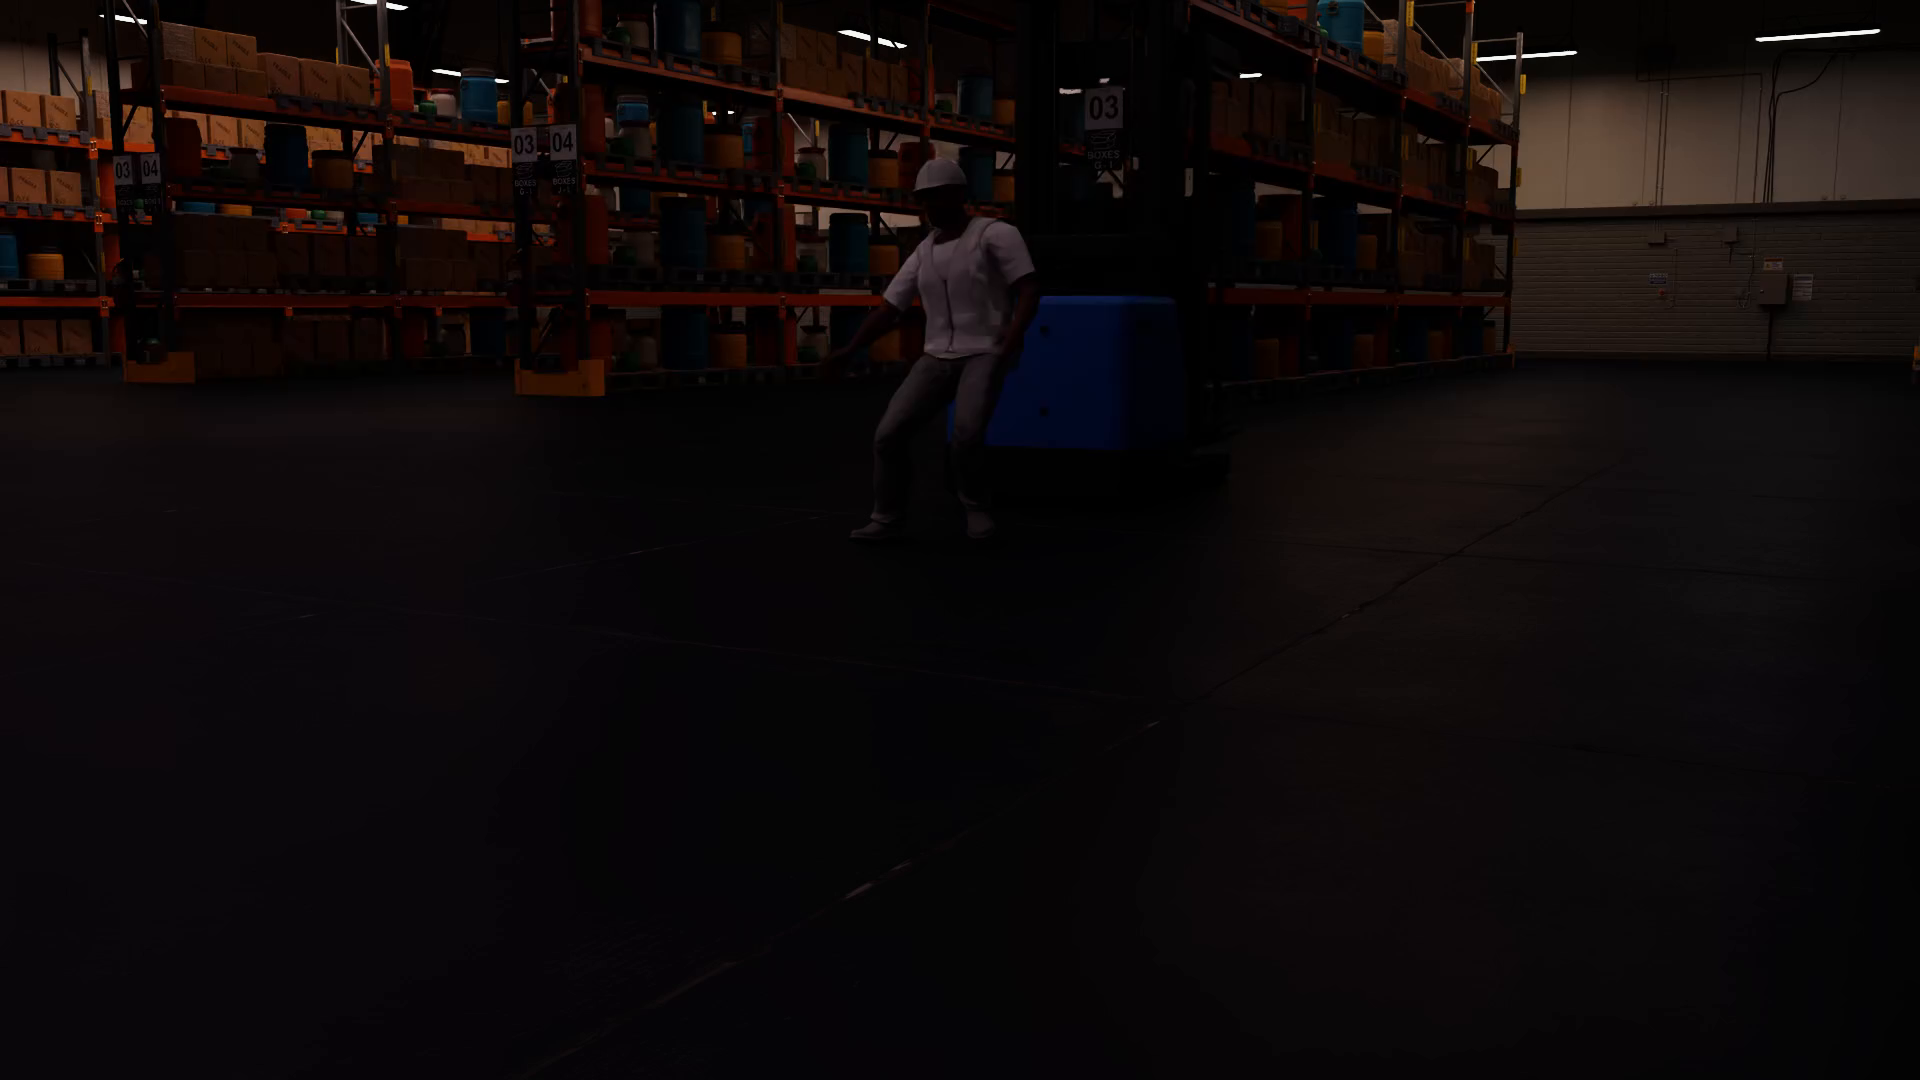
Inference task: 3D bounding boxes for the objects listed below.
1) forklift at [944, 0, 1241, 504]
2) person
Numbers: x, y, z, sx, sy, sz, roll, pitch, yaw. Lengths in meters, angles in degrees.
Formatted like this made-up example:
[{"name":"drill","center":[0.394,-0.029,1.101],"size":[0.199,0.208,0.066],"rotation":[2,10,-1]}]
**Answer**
[{"name":"forklift","center":[0.961,-1.799,9.631],"size":[1.130,2.935,3.031],"rotation":[3,9,23]},{"name":"person","center":[-0.084,-0.786,7.038],"size":[0.912,1.644,0.548],"rotation":[5,9,32]}]
